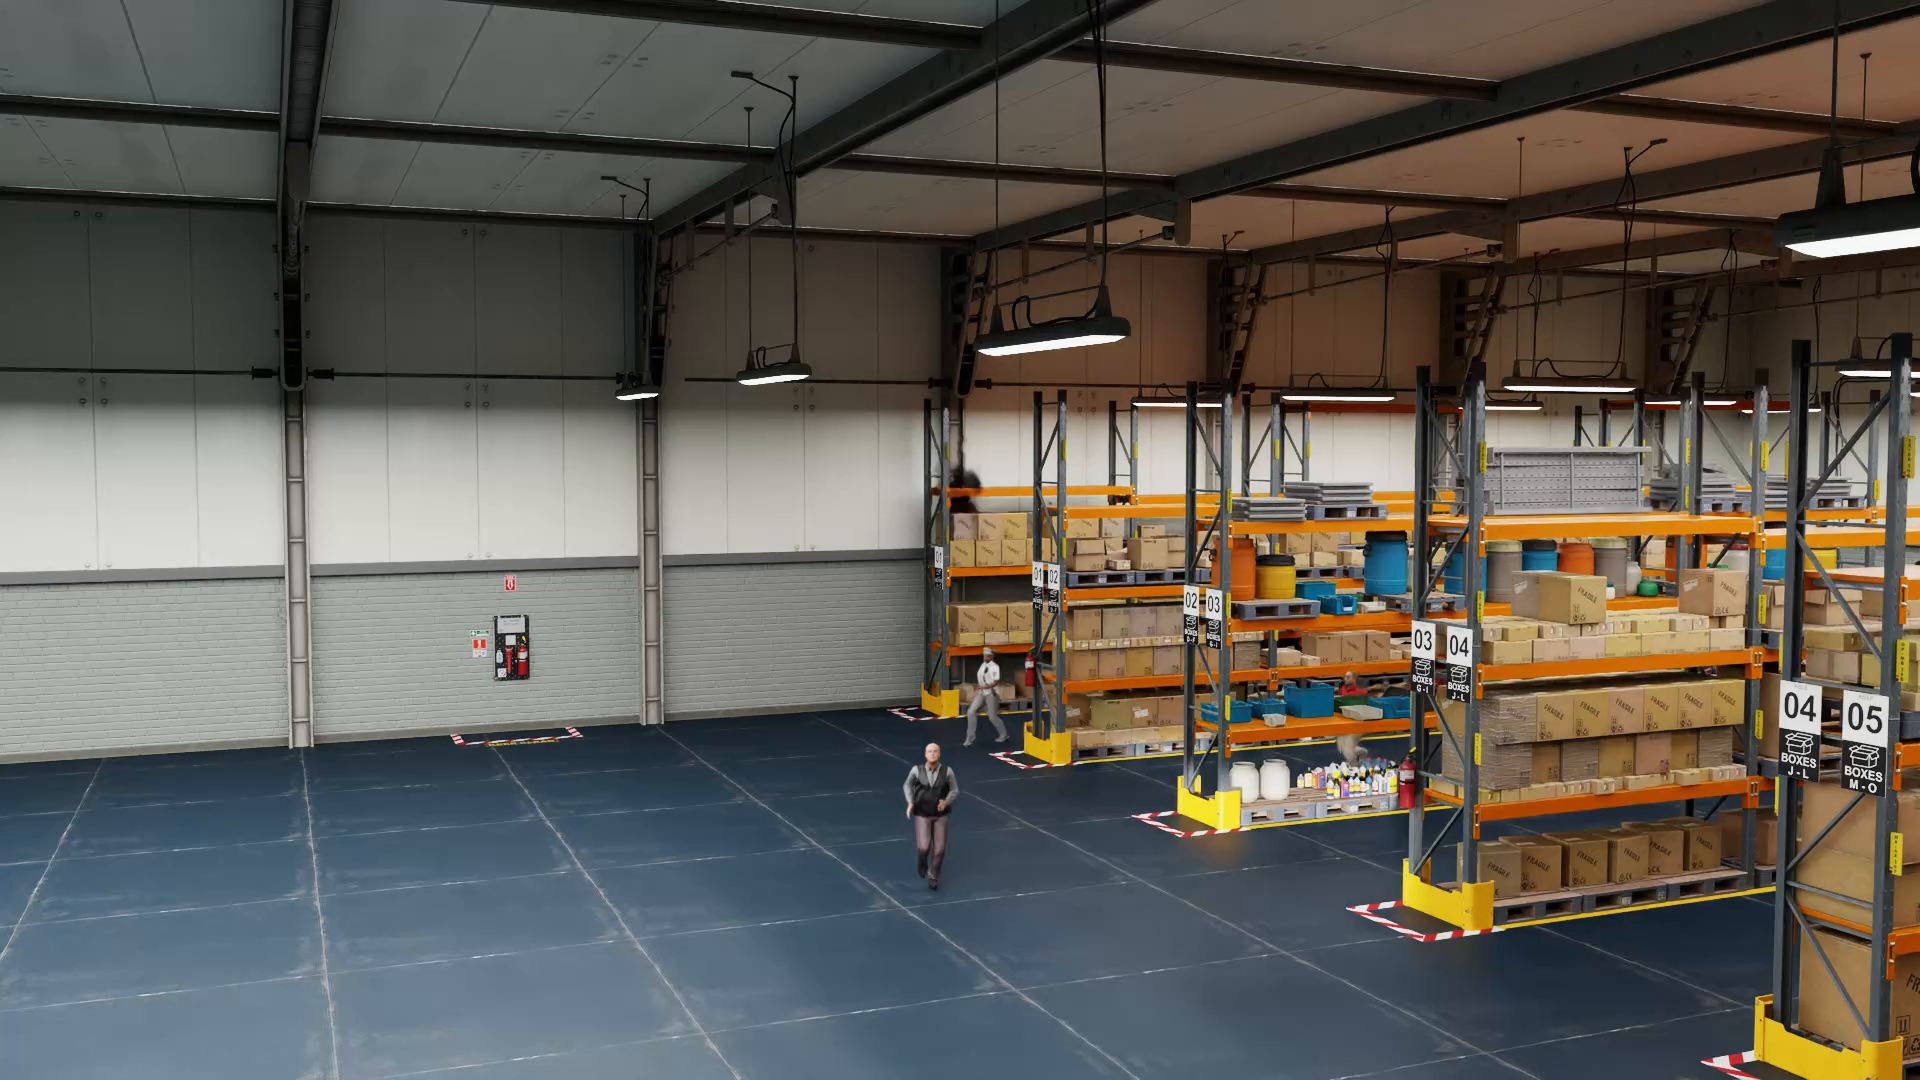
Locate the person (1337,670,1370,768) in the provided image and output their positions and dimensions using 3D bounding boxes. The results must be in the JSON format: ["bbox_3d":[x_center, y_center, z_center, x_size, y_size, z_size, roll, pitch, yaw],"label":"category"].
[{"bbox_3d":[6.089,2.830,25.544,0.652,1.680,0.650,-2,4,-30],"label":"person"}]

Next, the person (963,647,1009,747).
[{"bbox_3d":[0.483,2.670,28.295,0.793,1.728,0.579,-2,4,-34],"label":"person"}]

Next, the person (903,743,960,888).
[{"bbox_3d":[-0.328,3.229,19.203,0.652,1.607,0.569,0,3,-3],"label":"person"}]
